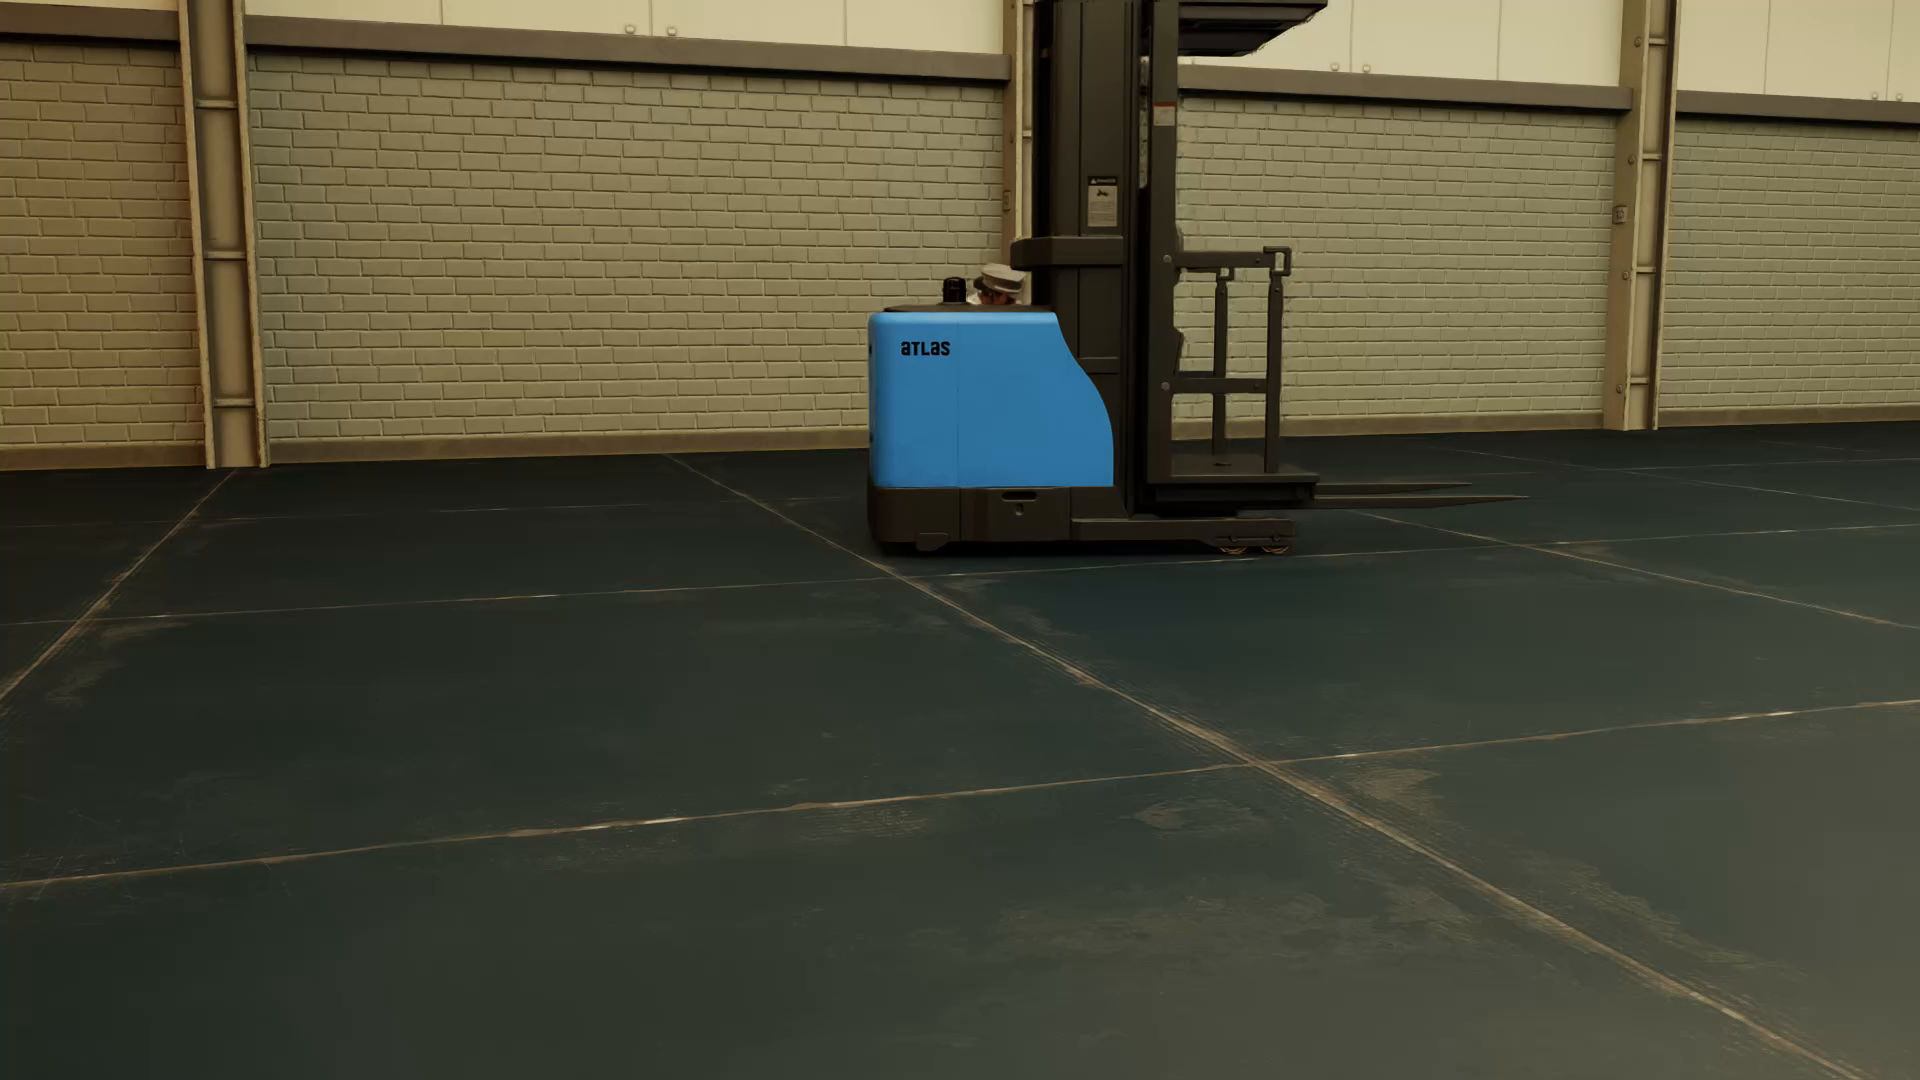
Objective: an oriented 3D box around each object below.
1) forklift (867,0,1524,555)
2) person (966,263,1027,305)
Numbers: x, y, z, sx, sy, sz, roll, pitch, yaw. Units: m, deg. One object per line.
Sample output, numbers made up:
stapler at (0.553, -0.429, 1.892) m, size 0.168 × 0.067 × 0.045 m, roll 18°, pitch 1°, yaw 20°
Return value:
forklift at (1.087, -1.457, 7.761) m, size 3.031 × 2.935 × 1.130 m, roll -1°, pitch 8°, yaw -5°
person at (0.198, -0.778, 8.816) m, size 0.691 × 1.356 × 1.322 m, roll 3°, pitch 8°, yaw 22°
